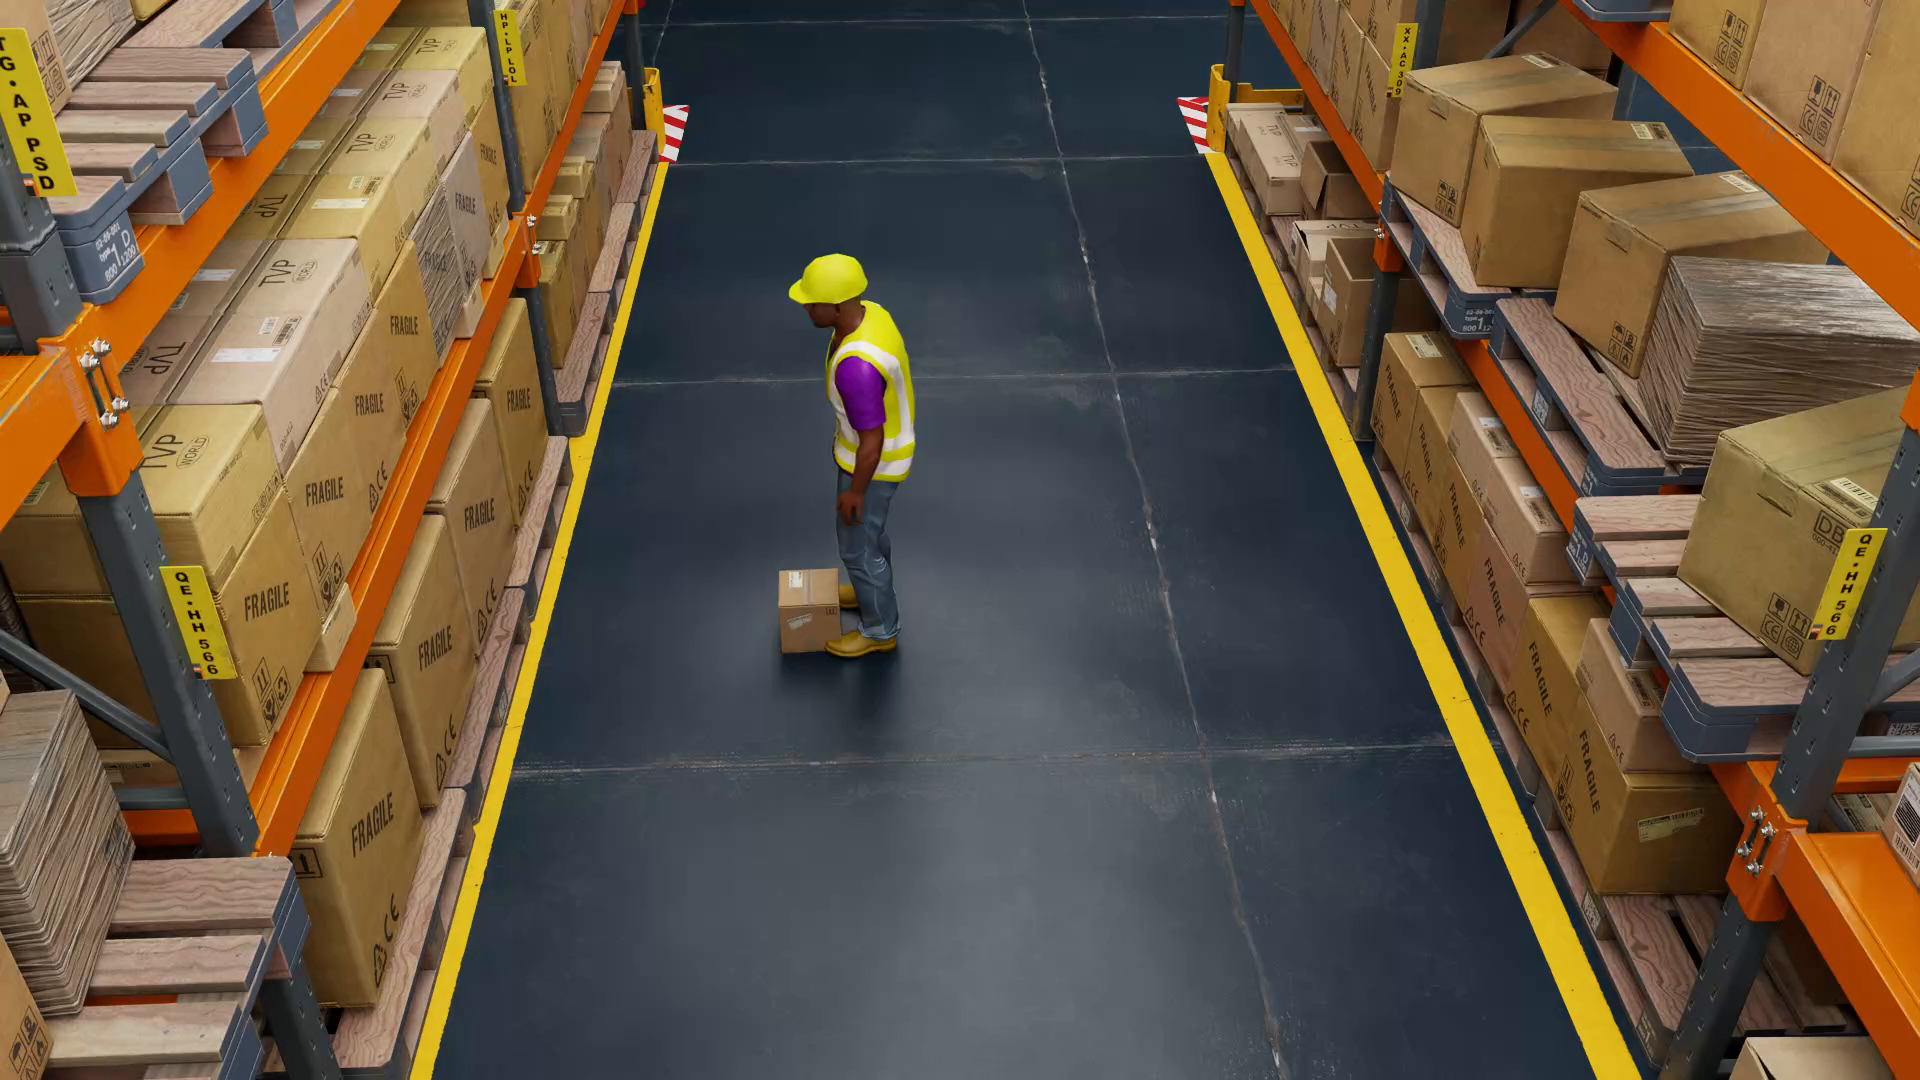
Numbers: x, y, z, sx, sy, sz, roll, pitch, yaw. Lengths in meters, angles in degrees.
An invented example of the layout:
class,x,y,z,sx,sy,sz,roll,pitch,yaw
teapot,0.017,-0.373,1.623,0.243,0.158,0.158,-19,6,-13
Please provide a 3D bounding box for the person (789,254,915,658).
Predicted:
class,x,y,z,sx,sy,sz,roll,pitch,yaw
person,-0.405,-0.336,6.609,0.460,1.760,0.627,-1,35,-2
